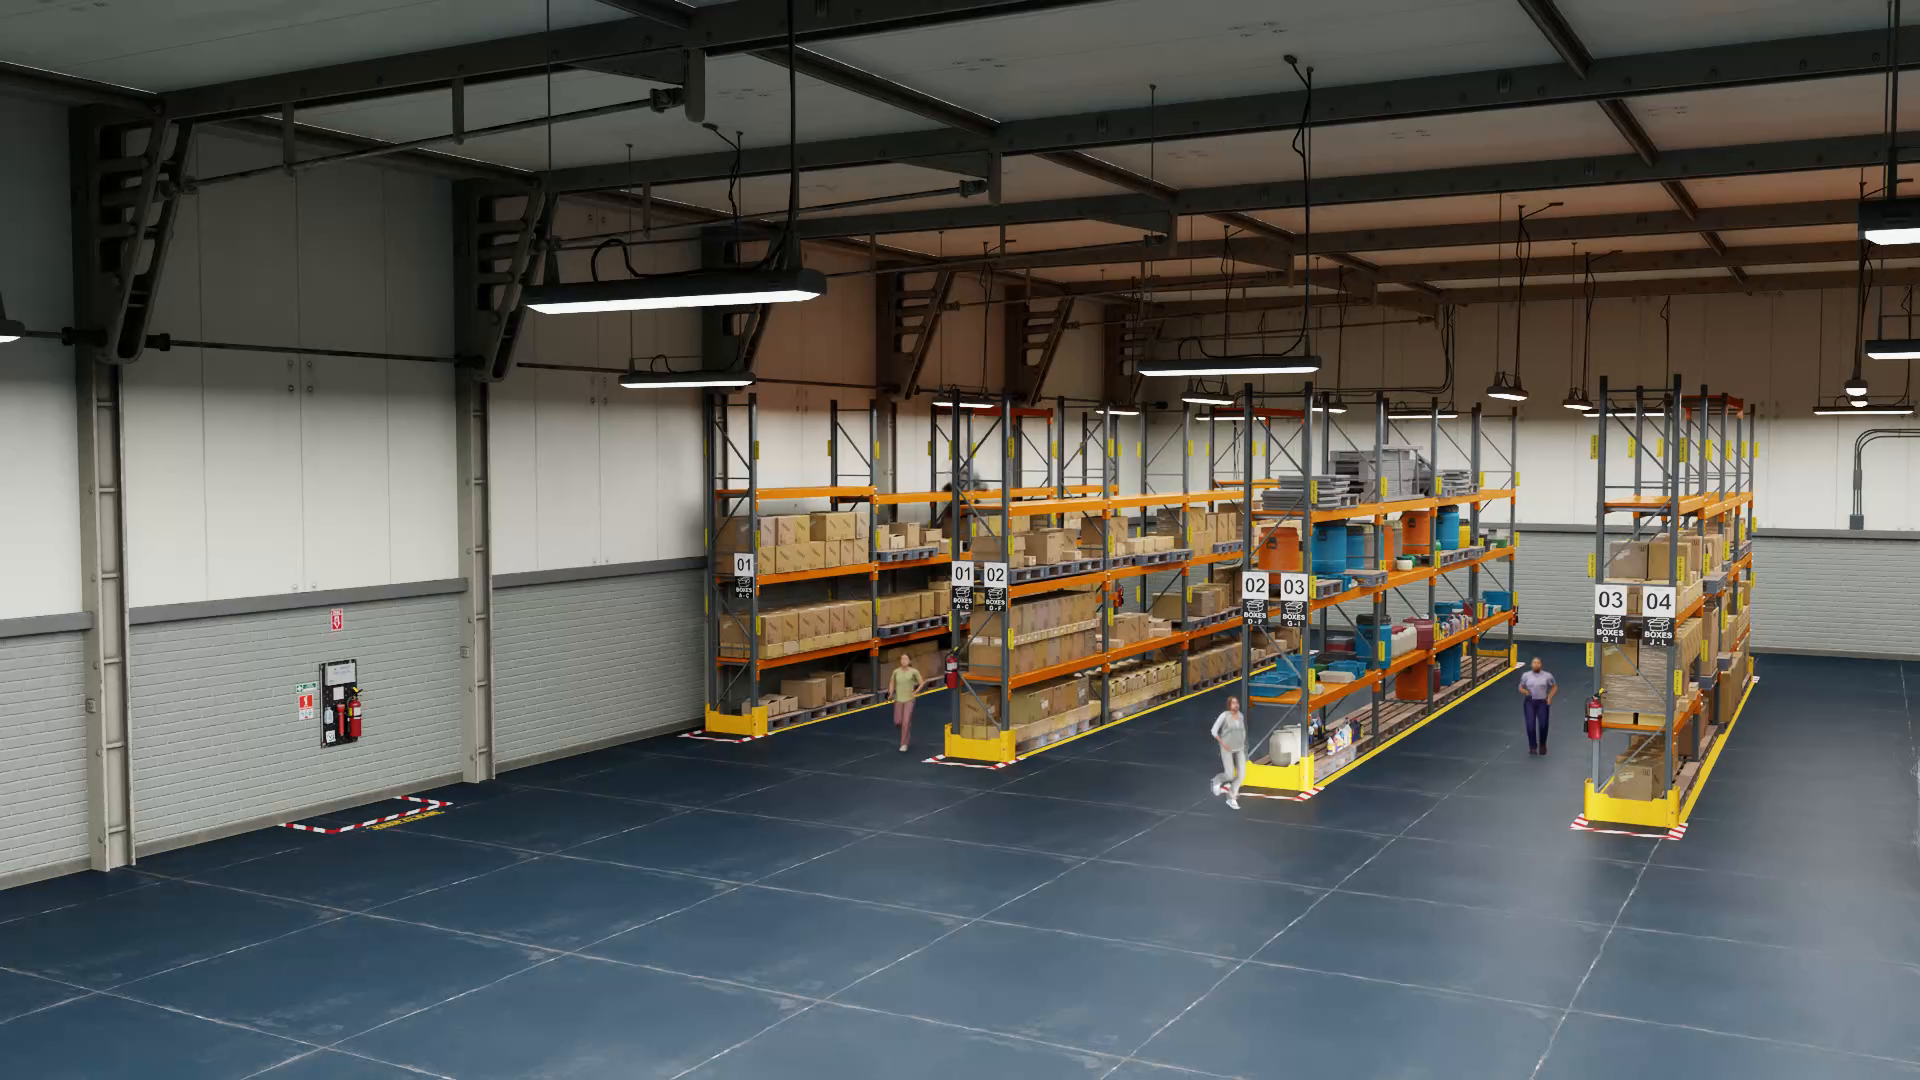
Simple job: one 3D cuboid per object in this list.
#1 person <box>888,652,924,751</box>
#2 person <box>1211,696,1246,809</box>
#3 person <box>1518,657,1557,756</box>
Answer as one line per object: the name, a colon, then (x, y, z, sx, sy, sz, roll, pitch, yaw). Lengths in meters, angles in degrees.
person: (-0.899, 2.689, 27.868, 0.595, 1.627, 0.569, 1, 3, 14)
person: (3.803, 2.973, 23.418, 0.545, 1.568, 0.523, -1, 3, -24)
person: (9.418, 2.723, 27.152, 0.591, 1.618, 0.576, 1, 3, 22)
